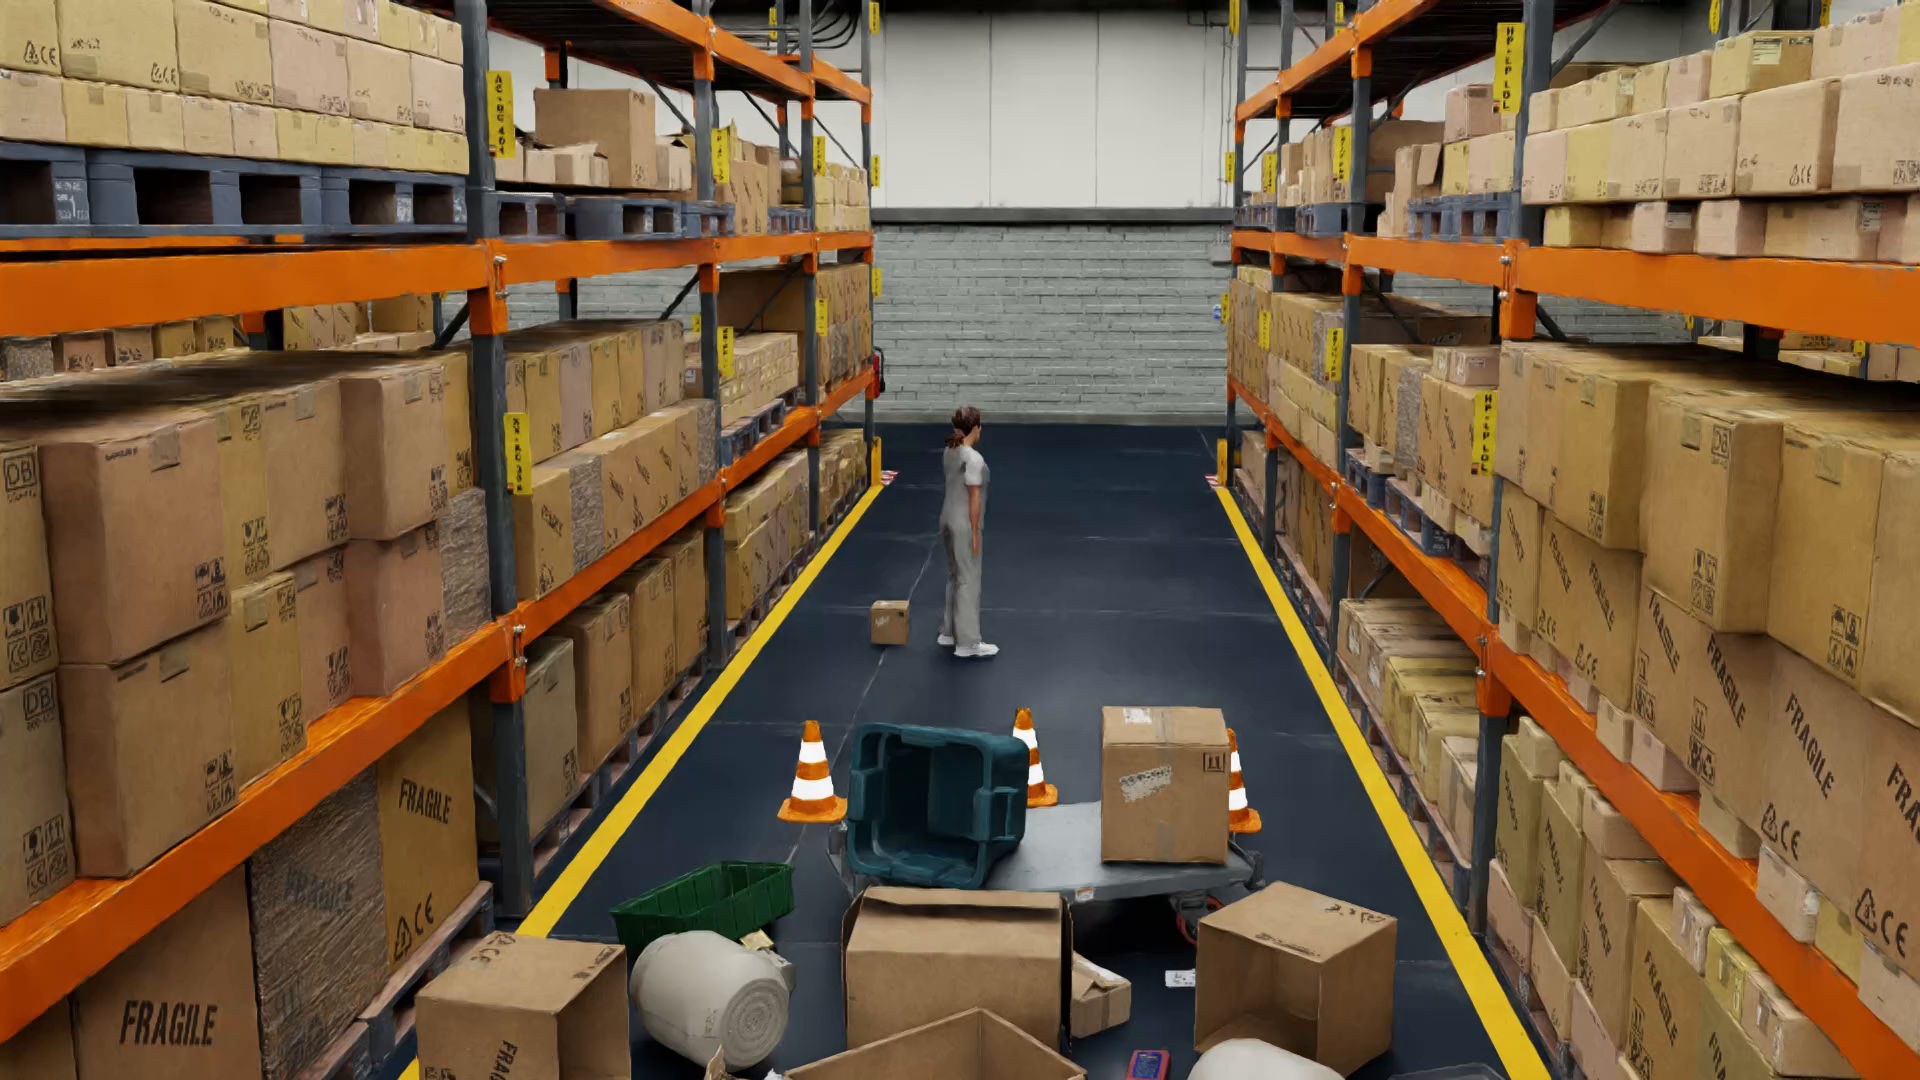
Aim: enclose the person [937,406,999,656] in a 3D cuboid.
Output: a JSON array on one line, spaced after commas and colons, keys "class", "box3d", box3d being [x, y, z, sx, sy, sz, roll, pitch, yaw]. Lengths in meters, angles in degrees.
[{"class": "person", "box3d": [0.042, -0.067, 11.268, 0.349, 1.672, 0.512, -6, 12, -29]}]
